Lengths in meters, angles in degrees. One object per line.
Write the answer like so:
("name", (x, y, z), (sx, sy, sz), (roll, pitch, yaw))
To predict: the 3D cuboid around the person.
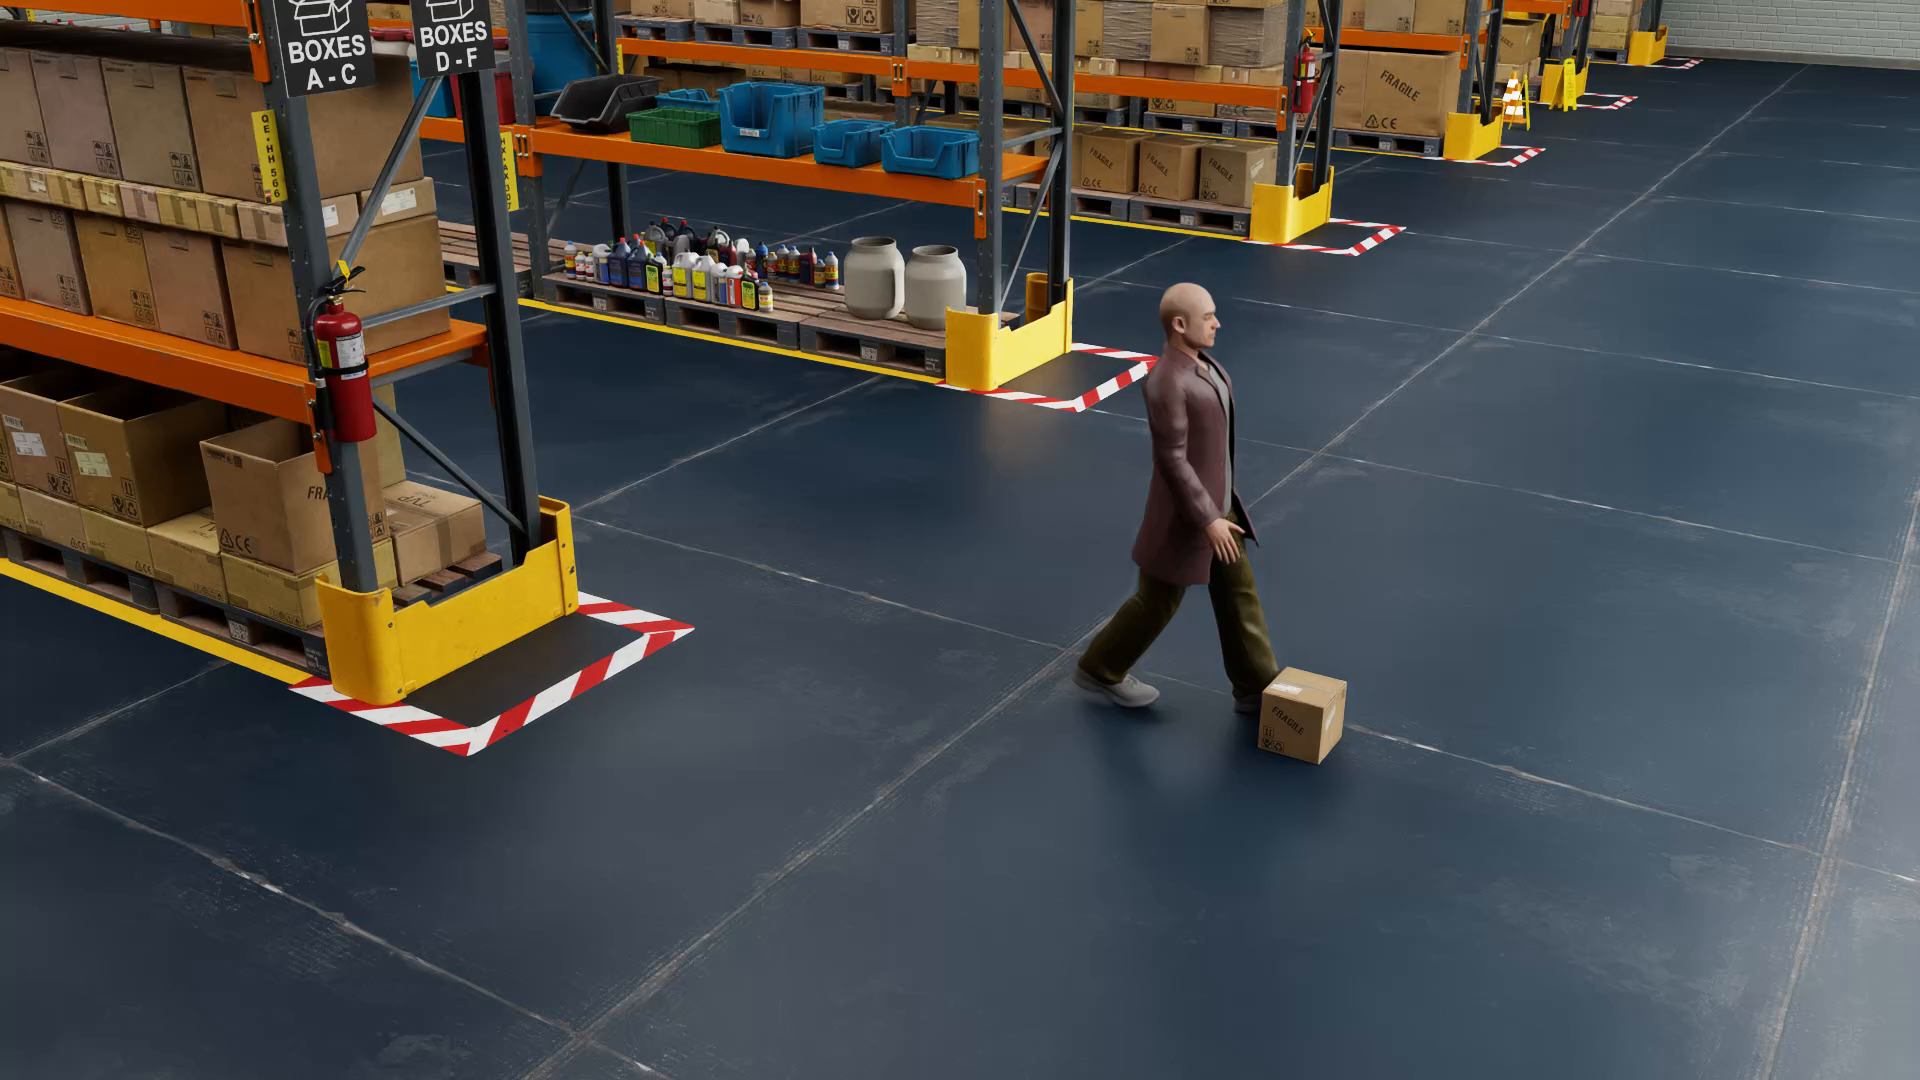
("person", (0.947, -0.118, 6.408), (1.005, 1.739, 0.598), (11, 25, 24))
